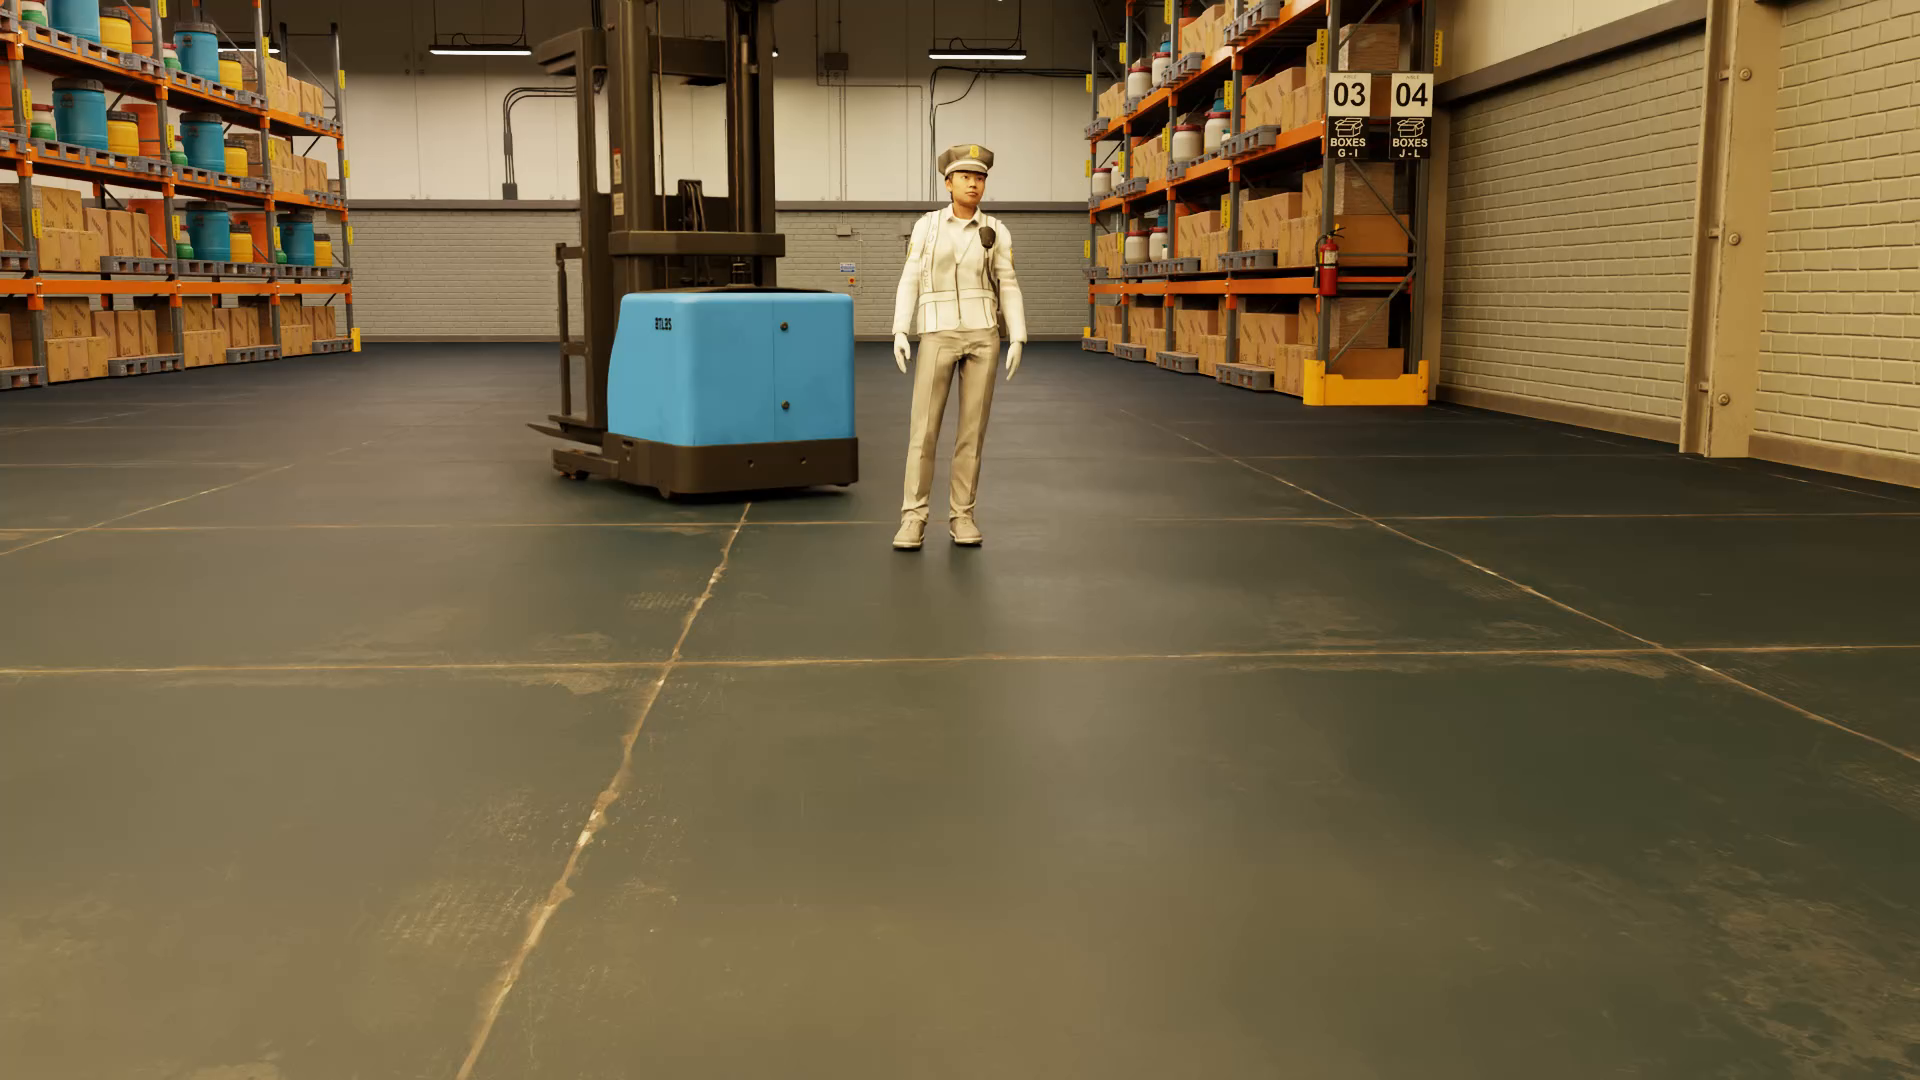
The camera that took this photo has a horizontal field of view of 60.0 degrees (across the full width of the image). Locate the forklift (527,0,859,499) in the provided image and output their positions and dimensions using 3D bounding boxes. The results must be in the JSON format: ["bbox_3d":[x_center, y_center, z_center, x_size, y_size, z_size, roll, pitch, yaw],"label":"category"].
[{"bbox_3d":[-1.759,-1.835,9.687,1.130,2.935,3.031,-5,10,-32],"label":"forklift"}]

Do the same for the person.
[{"bbox_3d":[-0.002,-0.835,7.117,0.588,1.695,0.531,-1,8,-4],"label":"person"}]
